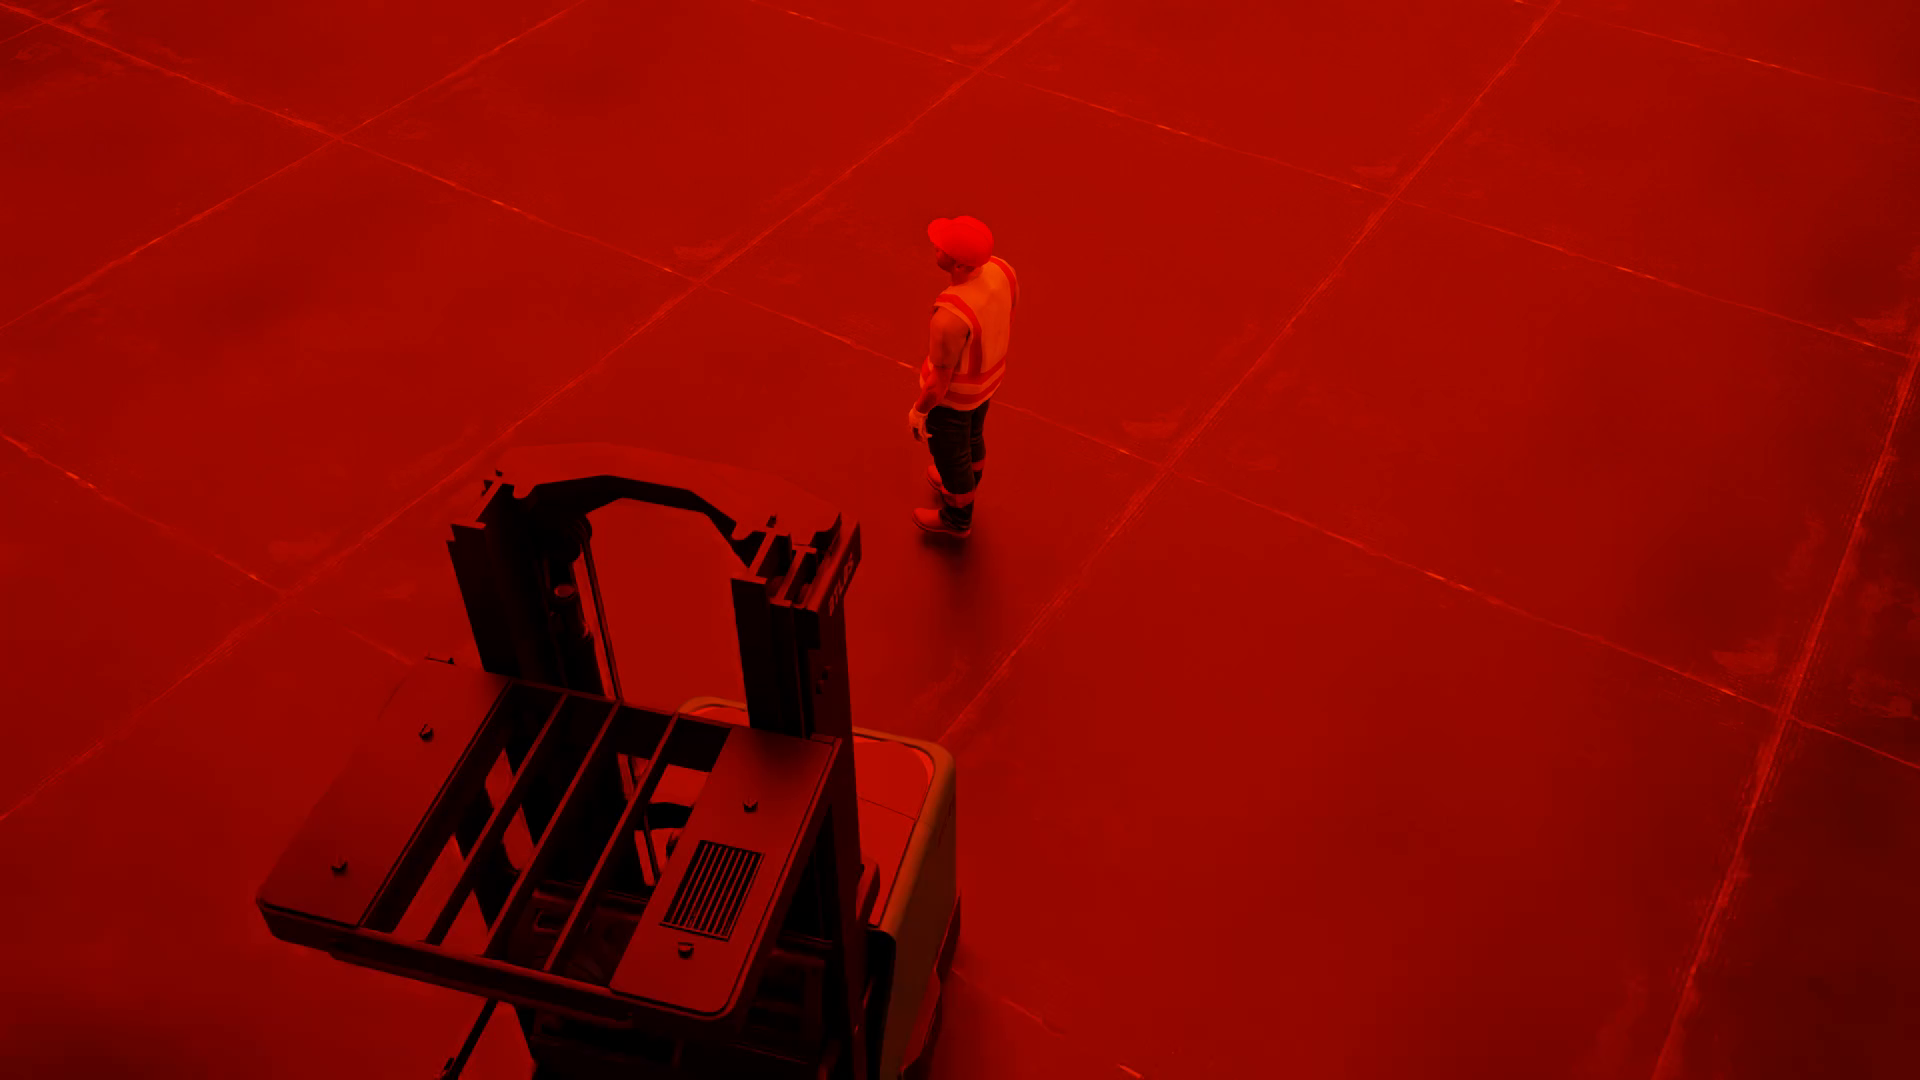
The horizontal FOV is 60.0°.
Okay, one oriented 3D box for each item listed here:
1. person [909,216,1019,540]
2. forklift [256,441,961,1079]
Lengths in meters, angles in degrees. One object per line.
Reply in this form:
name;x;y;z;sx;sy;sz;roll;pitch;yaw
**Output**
person;-0.061;-0.720;7.369;0.564;1.786;0.638;24;48;23
forklift;-0.874;1.315;4.462;1.130;2.935;3.031;10;44;11
